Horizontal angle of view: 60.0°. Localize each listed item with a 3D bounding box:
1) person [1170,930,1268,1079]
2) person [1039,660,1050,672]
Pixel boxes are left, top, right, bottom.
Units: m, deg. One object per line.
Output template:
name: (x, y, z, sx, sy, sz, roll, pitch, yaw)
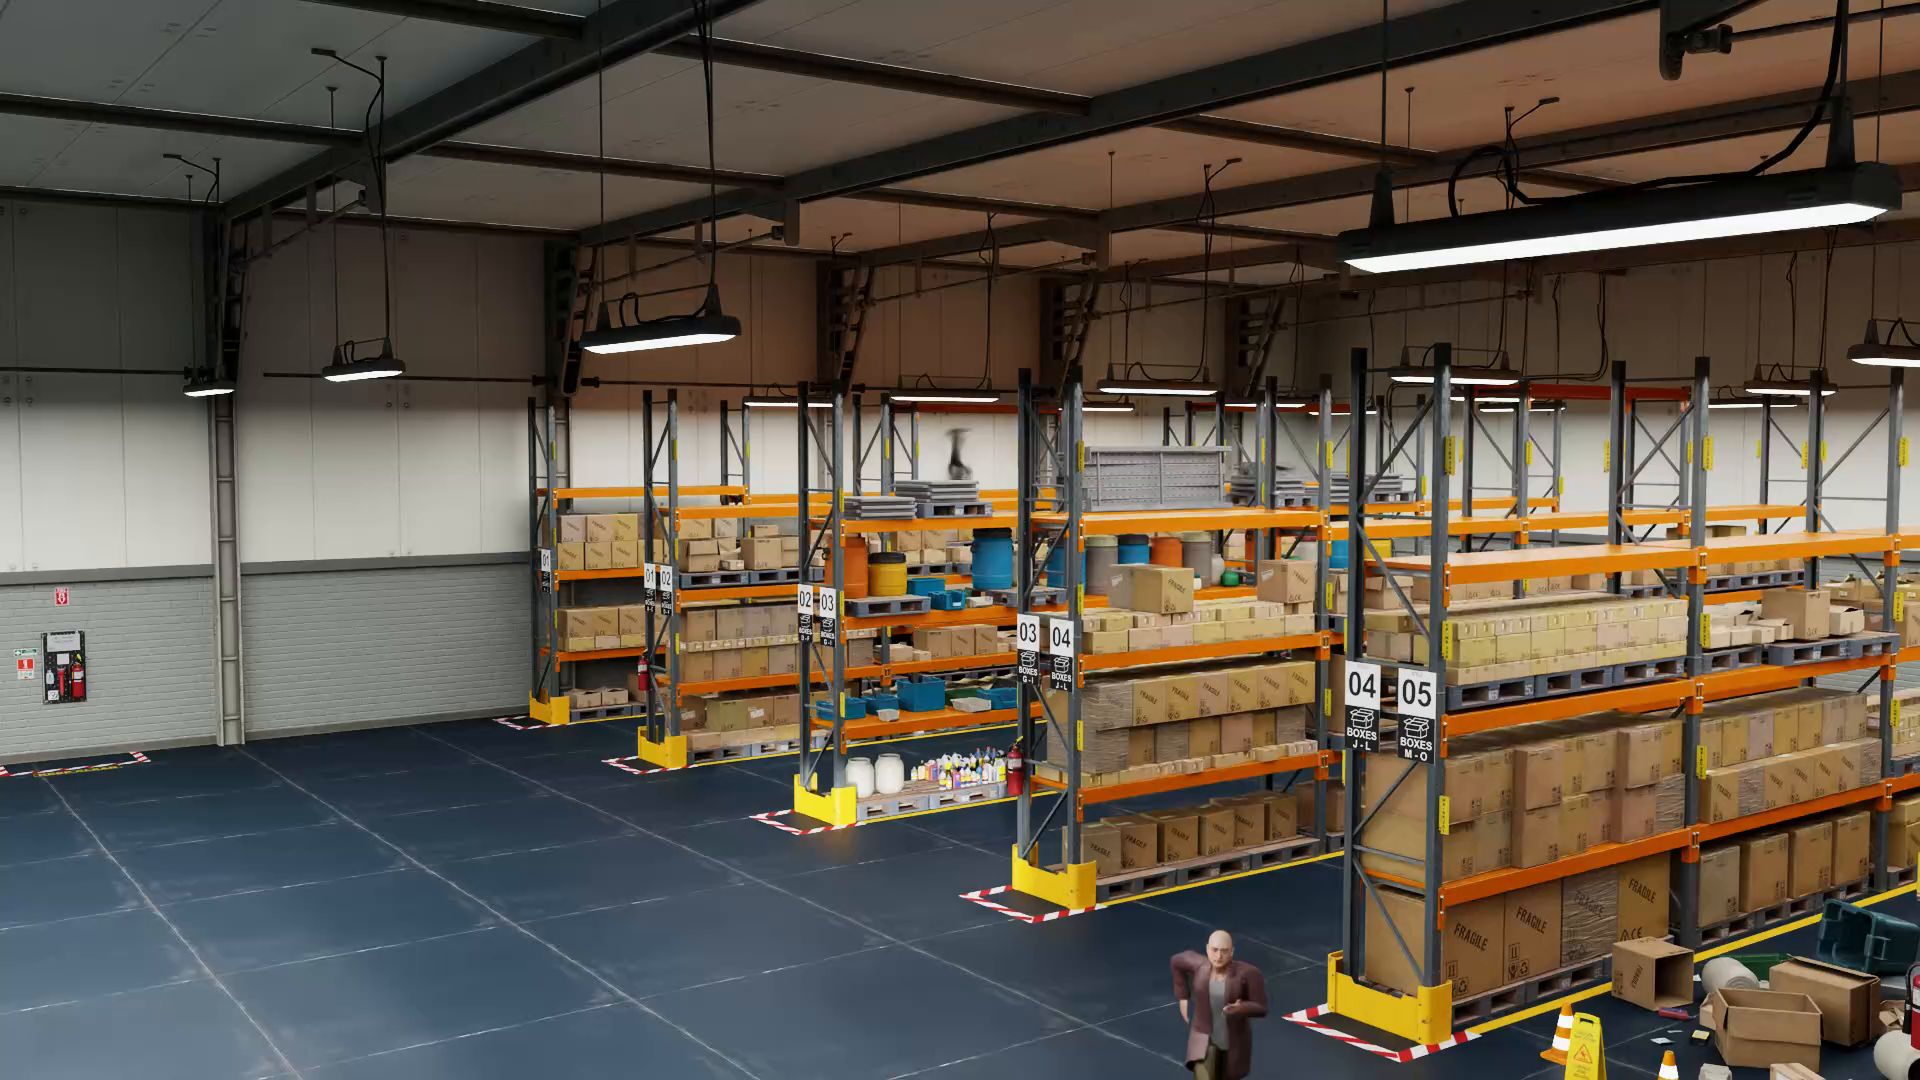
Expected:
person: (1.840, 3.585, 11.874, 0.690, 1.706, 0.954, 0, 3, 8)
person: (1.908, 1.935, 35.161, 0.725, 1.751, 0.714, -3, 5, -44)
